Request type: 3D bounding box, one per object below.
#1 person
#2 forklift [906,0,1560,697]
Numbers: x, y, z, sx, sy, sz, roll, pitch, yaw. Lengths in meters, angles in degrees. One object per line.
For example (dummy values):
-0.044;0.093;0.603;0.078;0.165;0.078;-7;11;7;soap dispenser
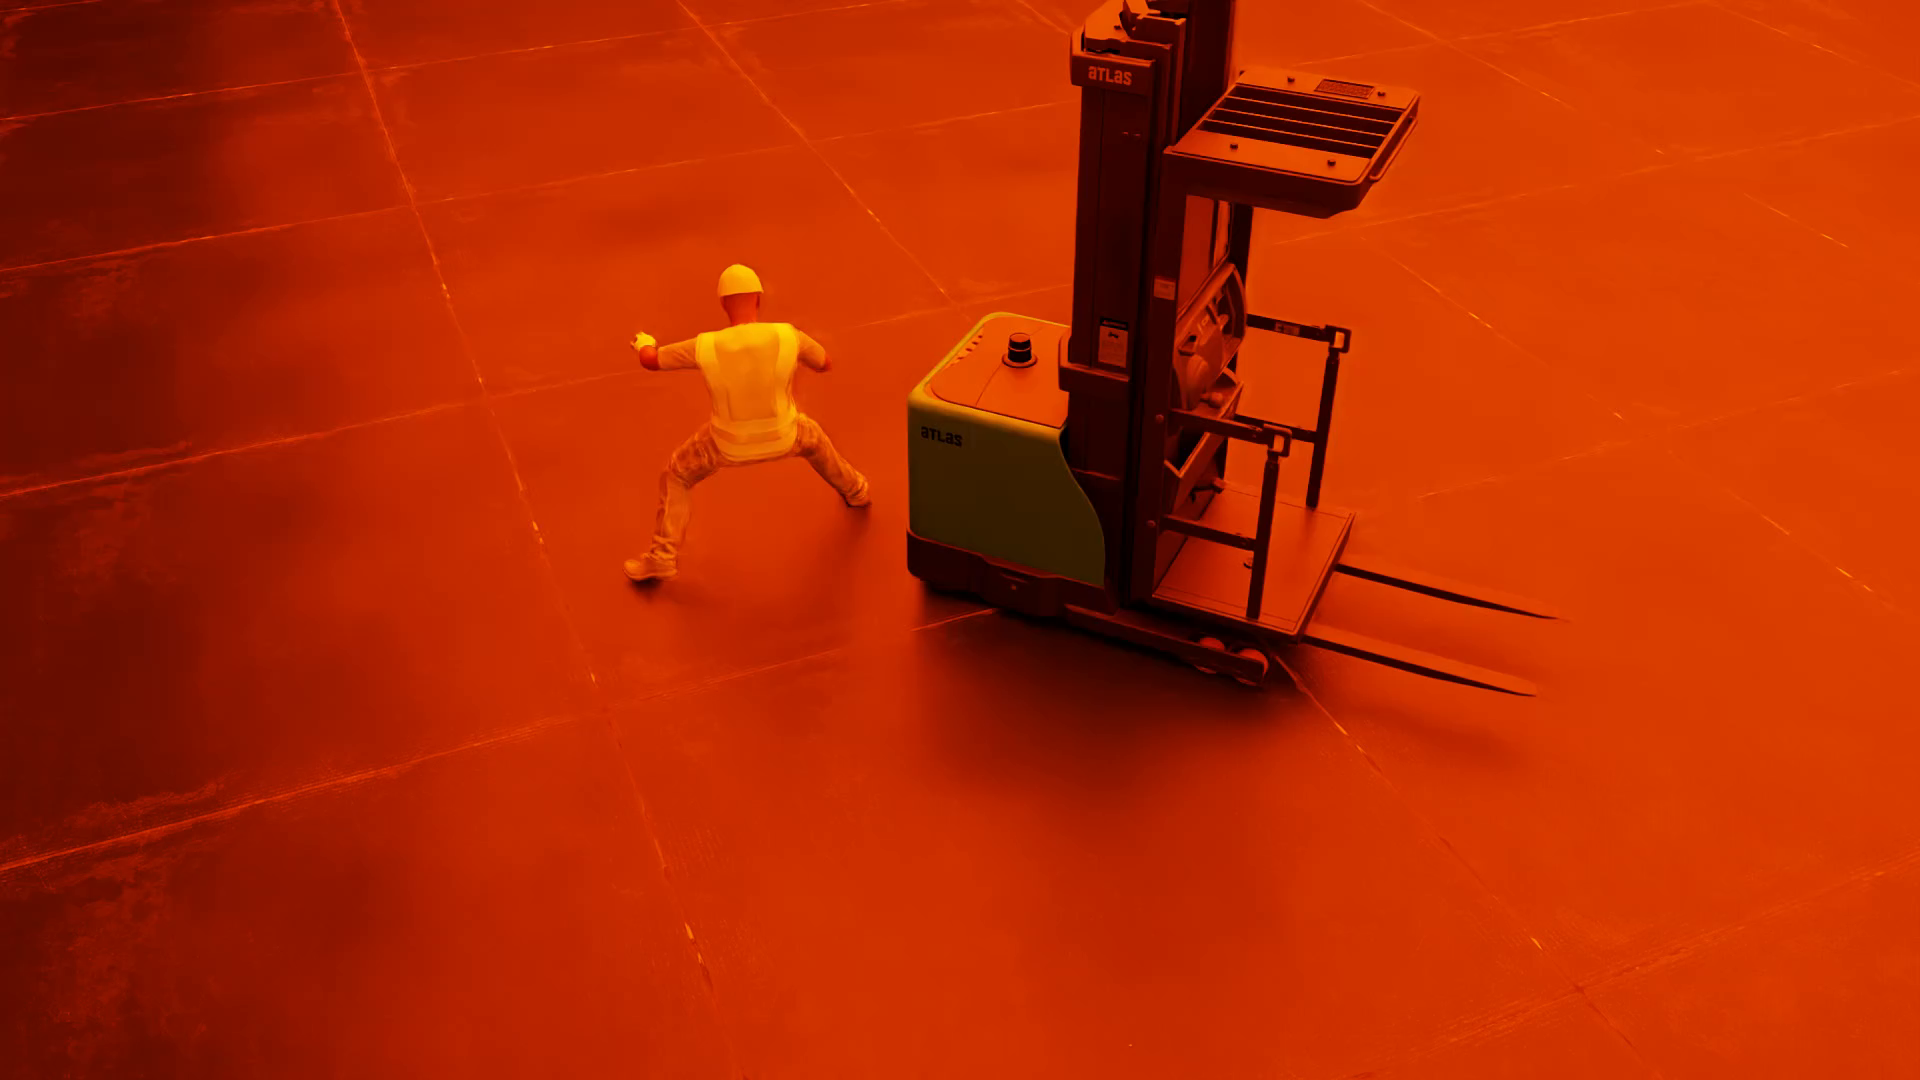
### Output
-1.094;-0.666;8.208;1.320;1.558;0.858;-7;36;-10;person
1.294;-0.879;7.334;3.031;2.935;1.130;15;38;20;forklift
